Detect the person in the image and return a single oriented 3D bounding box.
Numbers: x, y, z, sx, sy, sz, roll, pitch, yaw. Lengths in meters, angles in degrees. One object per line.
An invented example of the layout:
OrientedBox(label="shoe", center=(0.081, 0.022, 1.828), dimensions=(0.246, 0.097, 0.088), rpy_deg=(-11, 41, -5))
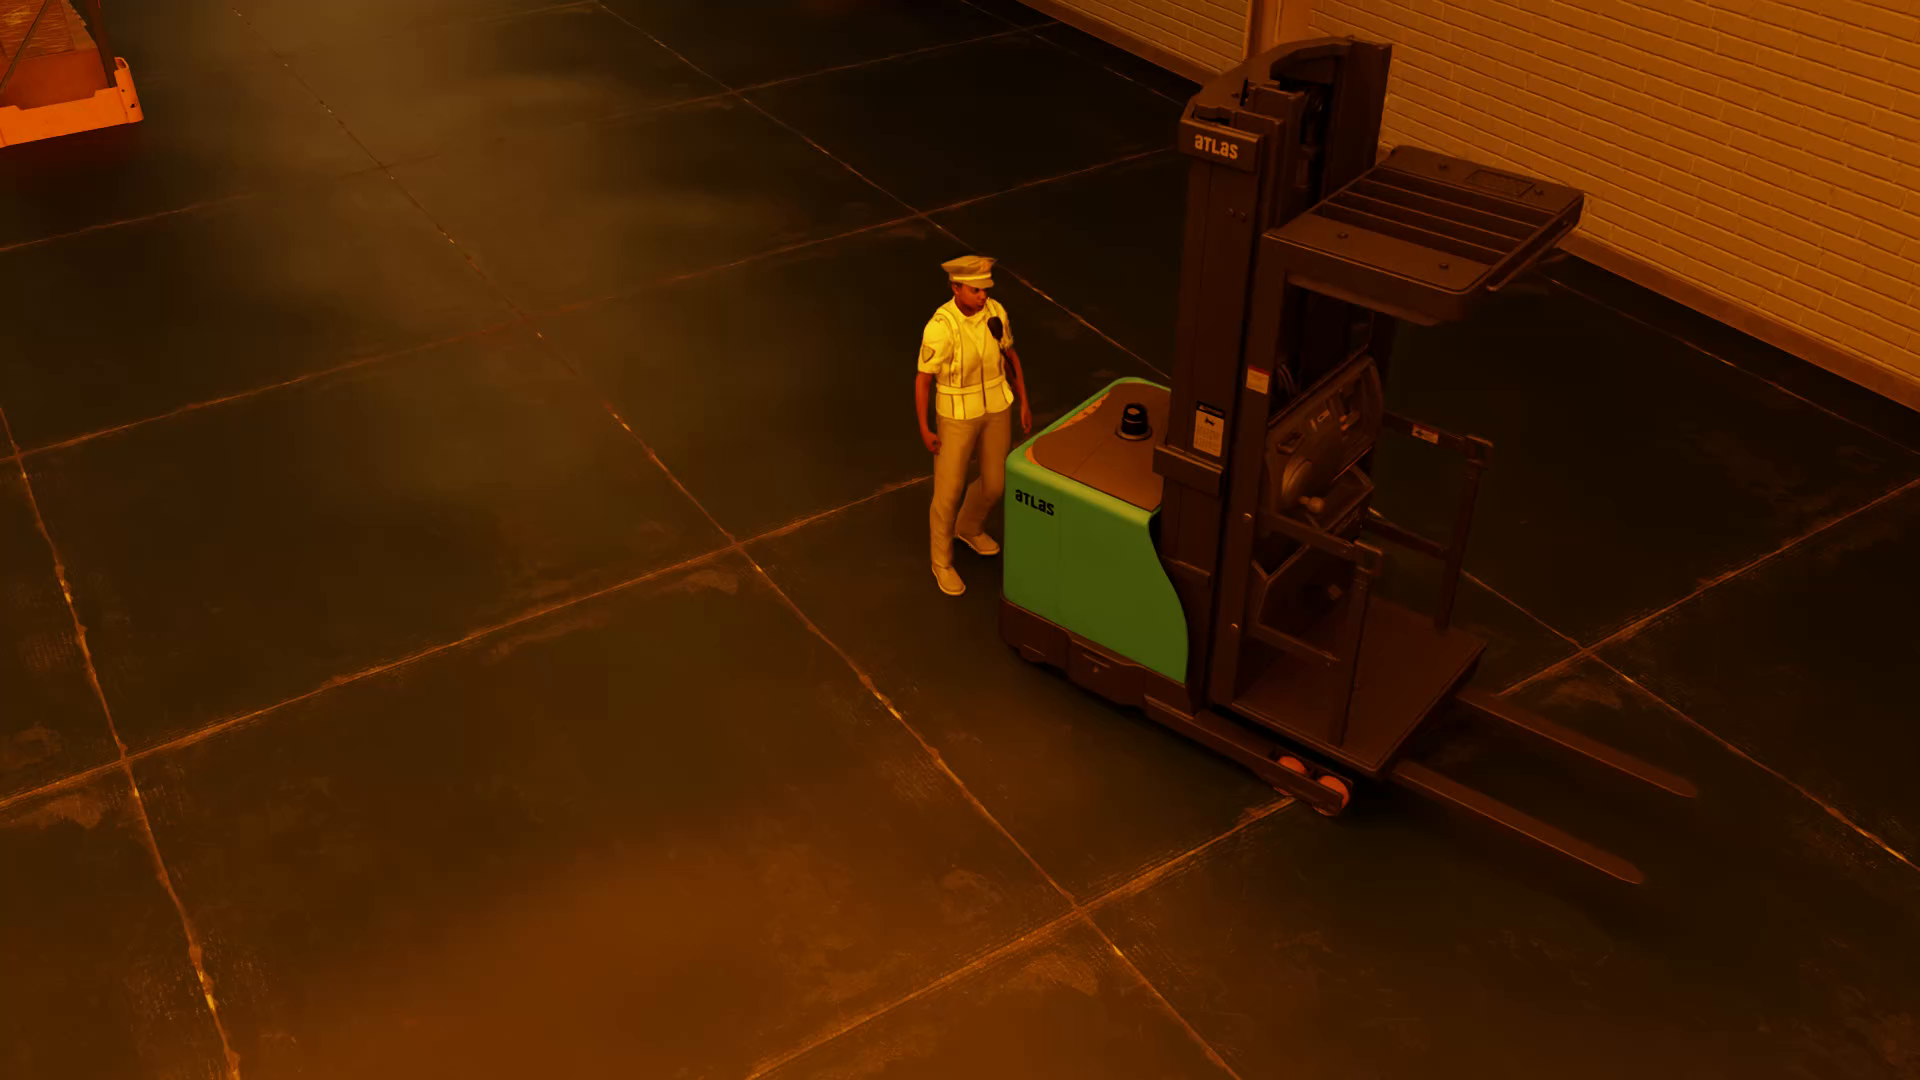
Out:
OrientedBox(label="person", center=(0.089, -0.582, 8.106), dimensions=(0.594, 1.671, 0.545), rpy_deg=(-16, 38, -22))

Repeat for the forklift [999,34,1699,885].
OrientedBox(label="forklift", center=(1.652, -0.380, 6.689), dimensions=(3.031, 2.935, 1.130), rpy_deg=(25, 42, 31))
